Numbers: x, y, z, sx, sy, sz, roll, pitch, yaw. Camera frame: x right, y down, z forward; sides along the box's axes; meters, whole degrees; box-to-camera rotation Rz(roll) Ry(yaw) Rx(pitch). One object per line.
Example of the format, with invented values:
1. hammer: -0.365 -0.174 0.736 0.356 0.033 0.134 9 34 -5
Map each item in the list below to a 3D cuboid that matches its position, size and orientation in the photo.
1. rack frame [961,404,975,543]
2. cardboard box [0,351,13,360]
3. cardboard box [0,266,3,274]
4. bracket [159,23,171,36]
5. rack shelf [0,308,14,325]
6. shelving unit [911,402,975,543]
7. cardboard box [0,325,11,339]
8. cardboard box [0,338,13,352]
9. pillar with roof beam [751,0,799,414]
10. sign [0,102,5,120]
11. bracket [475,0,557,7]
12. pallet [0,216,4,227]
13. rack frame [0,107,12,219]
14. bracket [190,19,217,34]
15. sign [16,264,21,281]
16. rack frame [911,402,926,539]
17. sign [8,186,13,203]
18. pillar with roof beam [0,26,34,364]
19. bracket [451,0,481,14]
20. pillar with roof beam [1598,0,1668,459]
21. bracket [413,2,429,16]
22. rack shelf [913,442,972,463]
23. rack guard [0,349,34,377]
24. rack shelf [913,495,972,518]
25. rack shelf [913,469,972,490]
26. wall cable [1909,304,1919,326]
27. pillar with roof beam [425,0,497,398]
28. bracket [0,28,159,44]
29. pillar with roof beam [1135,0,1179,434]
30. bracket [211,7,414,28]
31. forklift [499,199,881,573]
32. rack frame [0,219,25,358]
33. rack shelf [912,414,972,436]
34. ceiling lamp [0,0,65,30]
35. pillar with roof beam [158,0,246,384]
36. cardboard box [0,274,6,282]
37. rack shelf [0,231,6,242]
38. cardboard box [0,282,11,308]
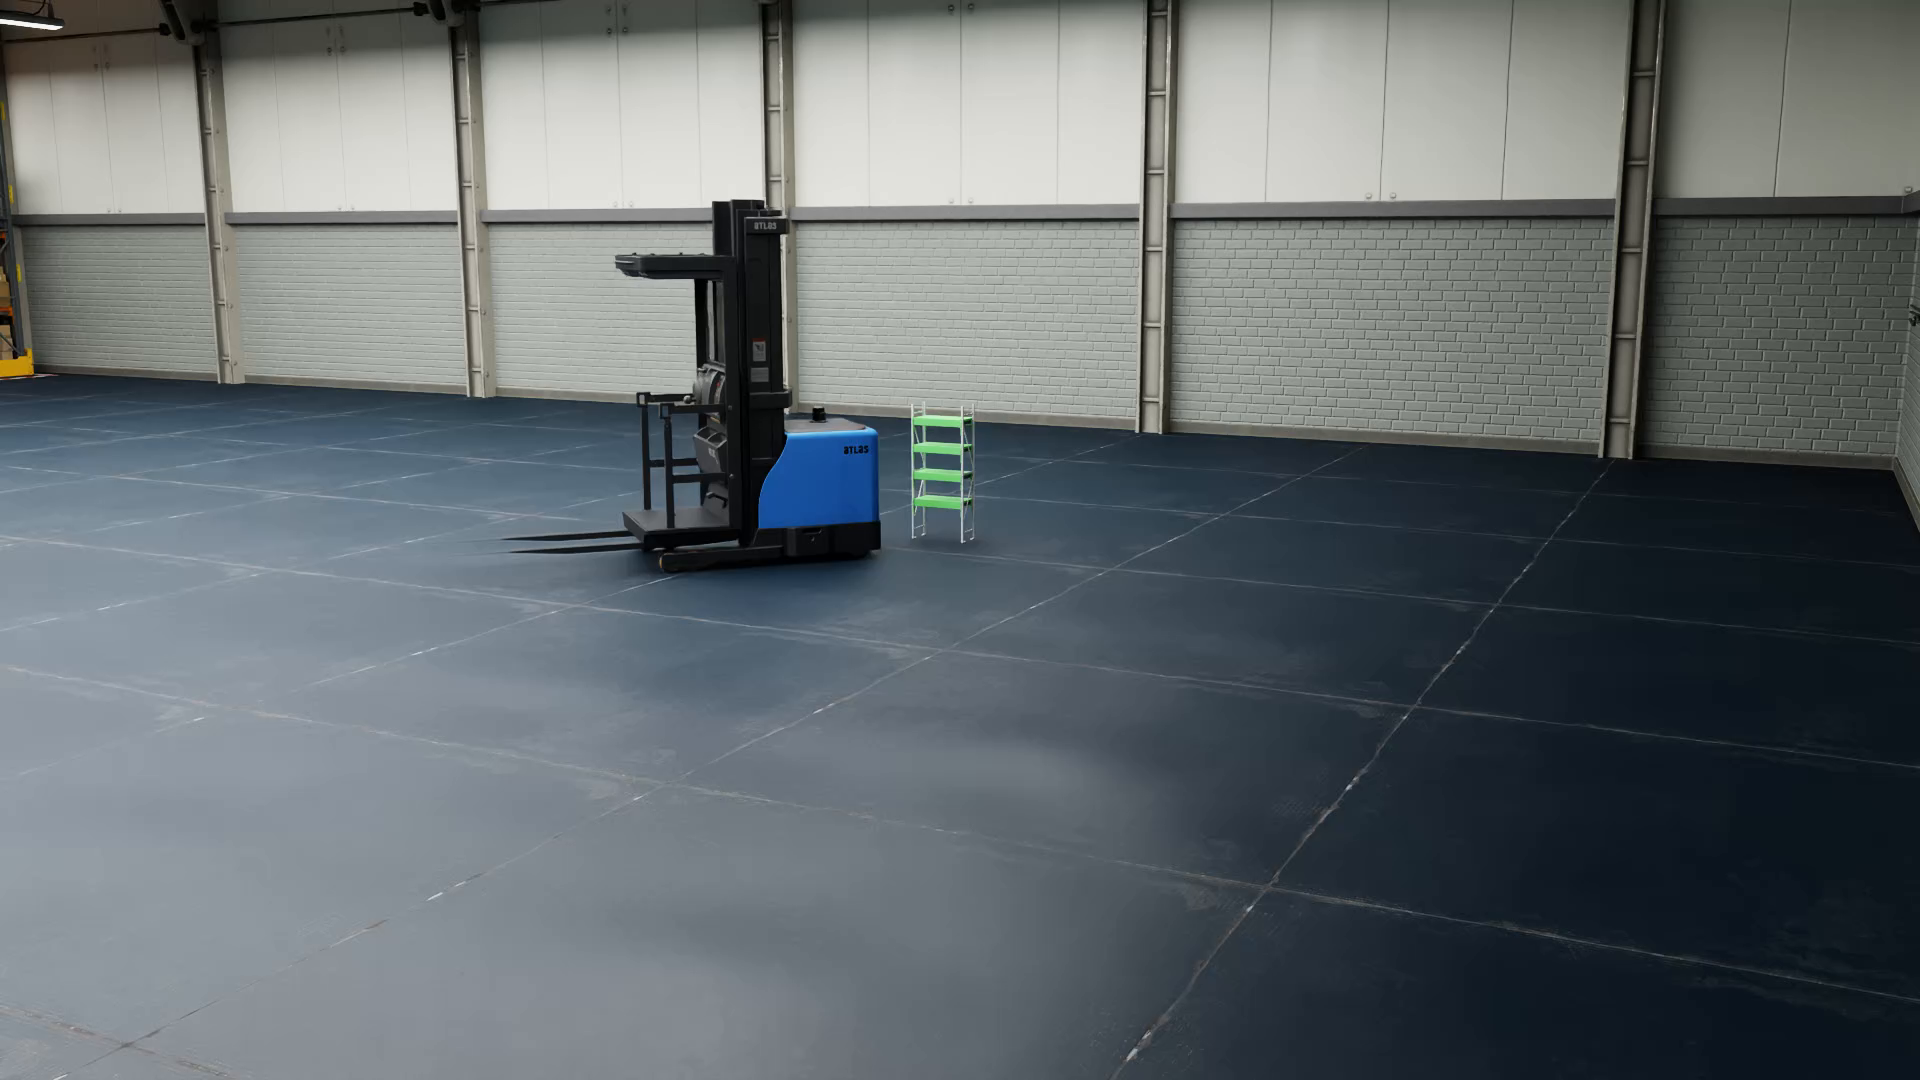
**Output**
1. rack frame: 0.070 -0.584 14.589 0.015 1.200 0.240 5 11 26
2. cardboard box: -18.992 -3.583 32.648 0.500 0.250 0.500 5 11 26
3. cardboard box: -18.845 -5.235 32.295 0.250 0.149 0.380 5 11 25
4. bracket: -14.013 -9.085 29.552 0.430 0.232 0.235 5 11 26
5. rack shelf: -20.432 -4.463 32.989 4.000 0.370 1.077 5 11 26
6. shelving unit: -0.148 -0.603 14.695 0.503 1.200 0.258 5 11 26
7. cardboard box: -18.986 -4.073 32.548 0.500 0.250 0.500 5 11 25
8. cardboard box: -18.968 -3.829 32.605 0.500 0.250 0.500 5 12 27
9. pillar with roof beam: -4.627 -5.705 20.982 0.548 9.000 9.100 5 11 26
10. sign: -18.387 -8.237 31.909 0.005 0.325 0.100 5 11 26
11. bracket: -5.562 -8.342 25.449 4.783 0.066 0.076 5 11 26
12. pallet: -19.261 -6.152 32.125 1.213 0.211 1.003 5 11 26
13. rack frame: -18.638 -7.612 31.519 0.127 3.000 1.000 5 11 26
14. bracket: -13.268 -9.020 29.191 0.430 0.232 0.235 5 11 26
15. sign: -18.387 -5.213 32.457 0.005 0.325 0.100 5 11 26
16. rack frame: -0.367 -0.623 14.802 0.015 1.200 0.240 5 11 26
17. sign: -18.387 -6.693 32.189 0.005 0.325 0.100 5 11 26
18. pillar with roof beam: -20.769 -7.123 28.819 0.400 9.000 9.100 5 11 26
19. bracket: -7.887 -8.547 26.579 0.430 0.232 0.235 5 11 26
20. pillar with roof beam: 6.135 -4.759 15.757 0.400 9.000 9.100 5 11 26
21. bracket: -8.632 -8.612 26.940 0.430 0.232 0.235 5 11 26
22. rack shelf: -0.148 -0.777 14.664 0.480 0.148 0.258 5 11 26
23. rack guard: -18.617 -3.428 32.266 0.348 0.500 1.175 5 11 26
24. rack shelf: -0.148 -0.304 14.750 0.480 0.148 0.258 5 11 26
25. rack shelf: -0.148 -0.541 14.707 0.480 0.148 0.258 5 11 26
26. wall cable: 10.096 -3.475 17.383 0.112 2.526 3.097 5 11 26
27. pillar with roof beam: -10.007 -6.177 23.594 0.548 9.000 9.100 5 11 26
28. bracket: -16.323 -9.288 30.674 4.783 0.066 0.076 5 11 26
29. pillar with roof beam: 0.754 -5.232 18.369 0.400 9.000 9.100 5 11 26
30. bracket: -10.942 -8.815 28.062 4.783 0.066 0.076 5 11 26
31. forklift: -2.235 -1.284 13.593 3.031 2.935 1.130 -4 11 -21
32. rack frame: -18.638 -4.660 32.054 0.127 3.000 1.000 5 11 26
33. rack shelf: -0.148 -1.013 14.621 0.480 0.148 0.258 5 11 26
34. ceiling lamp: -14.261 -9.335 24.652 0.800 3.185 2.000 5 11 26
35. pillar with roof beam: -15.388 -6.650 26.207 0.548 9.000 9.100 5 11 26
36. cardboard box: -18.828 -5.096 32.364 0.250 0.149 0.380 5 11 24
37. rack shelf: -20.432 -5.939 32.721 4.000 0.370 1.077 5 11 26
38. cardboard box: -18.960 -4.792 32.506 0.500 0.500 0.500 5 12 28
